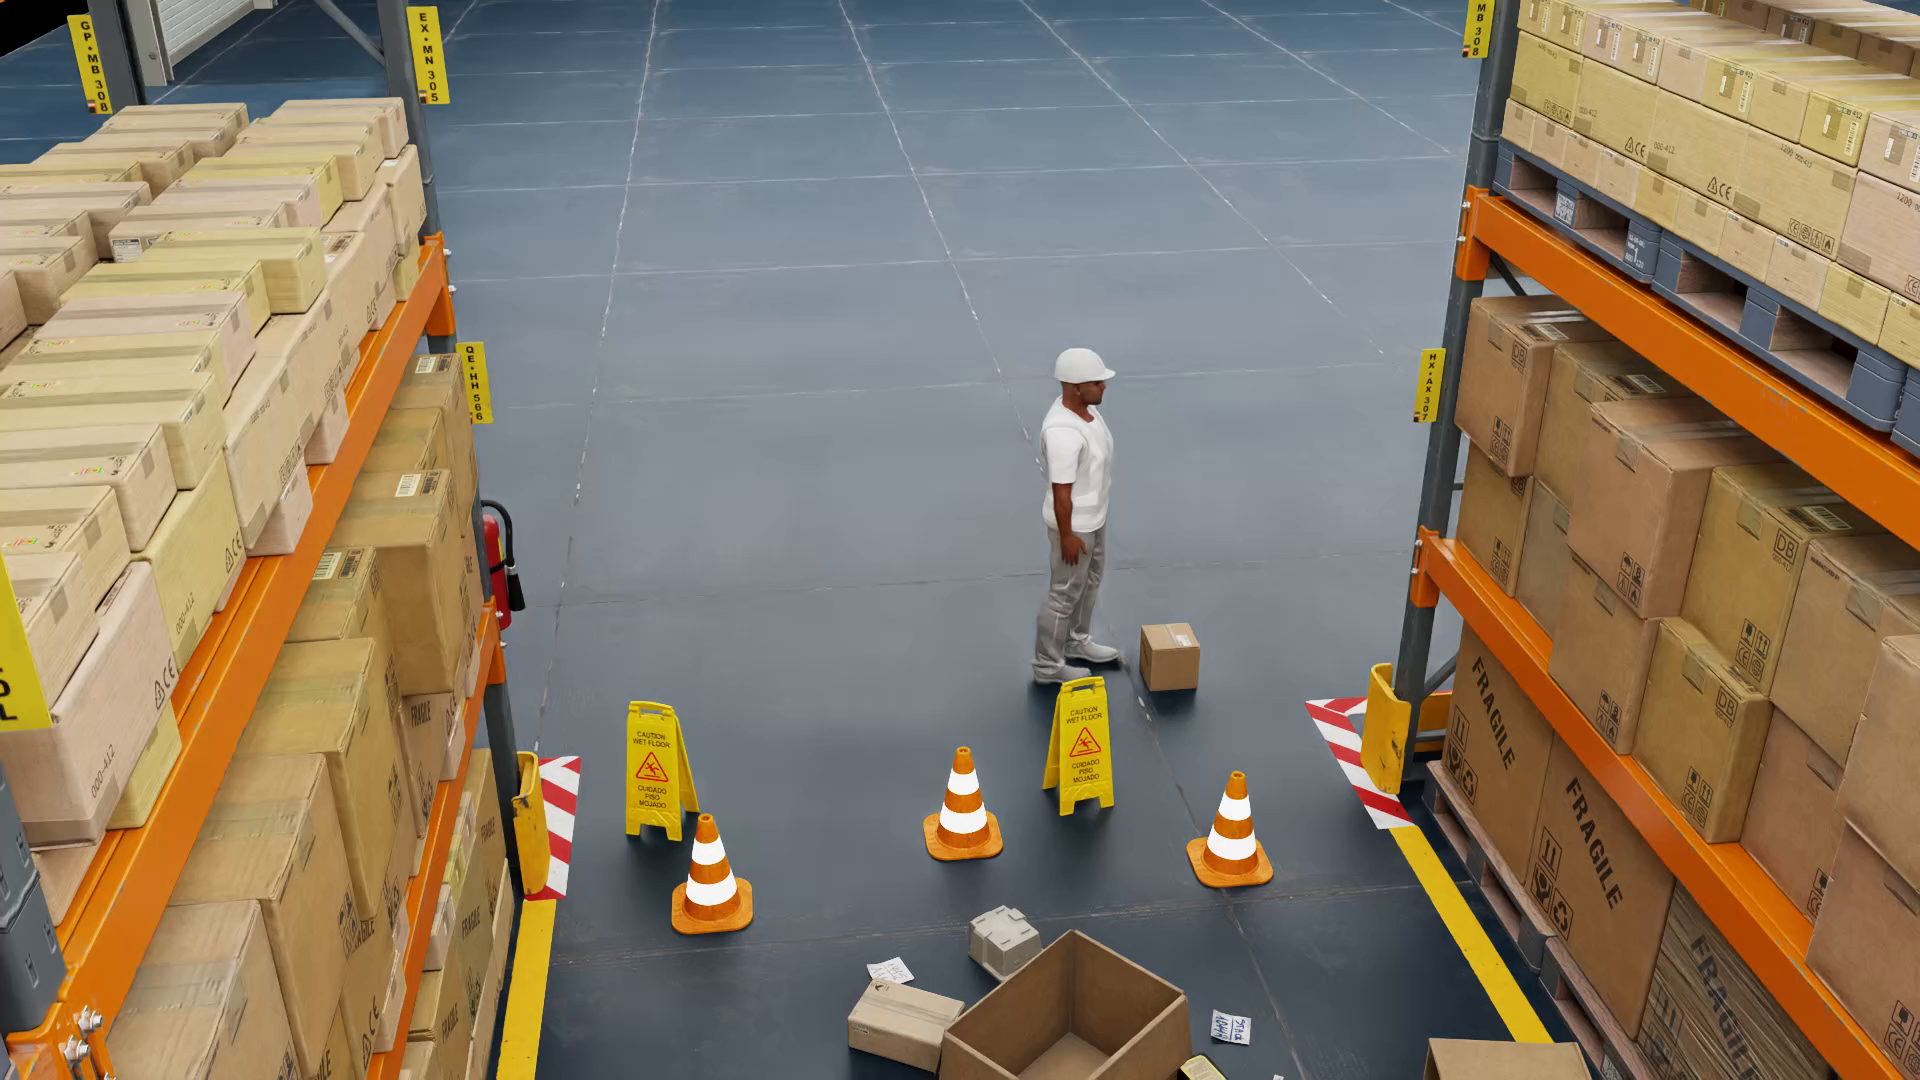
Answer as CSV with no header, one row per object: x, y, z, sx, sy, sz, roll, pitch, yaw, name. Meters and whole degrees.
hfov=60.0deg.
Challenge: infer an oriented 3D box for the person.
0.607,-0.113,8.330,0.426,1.777,0.568,6,28,11,person
